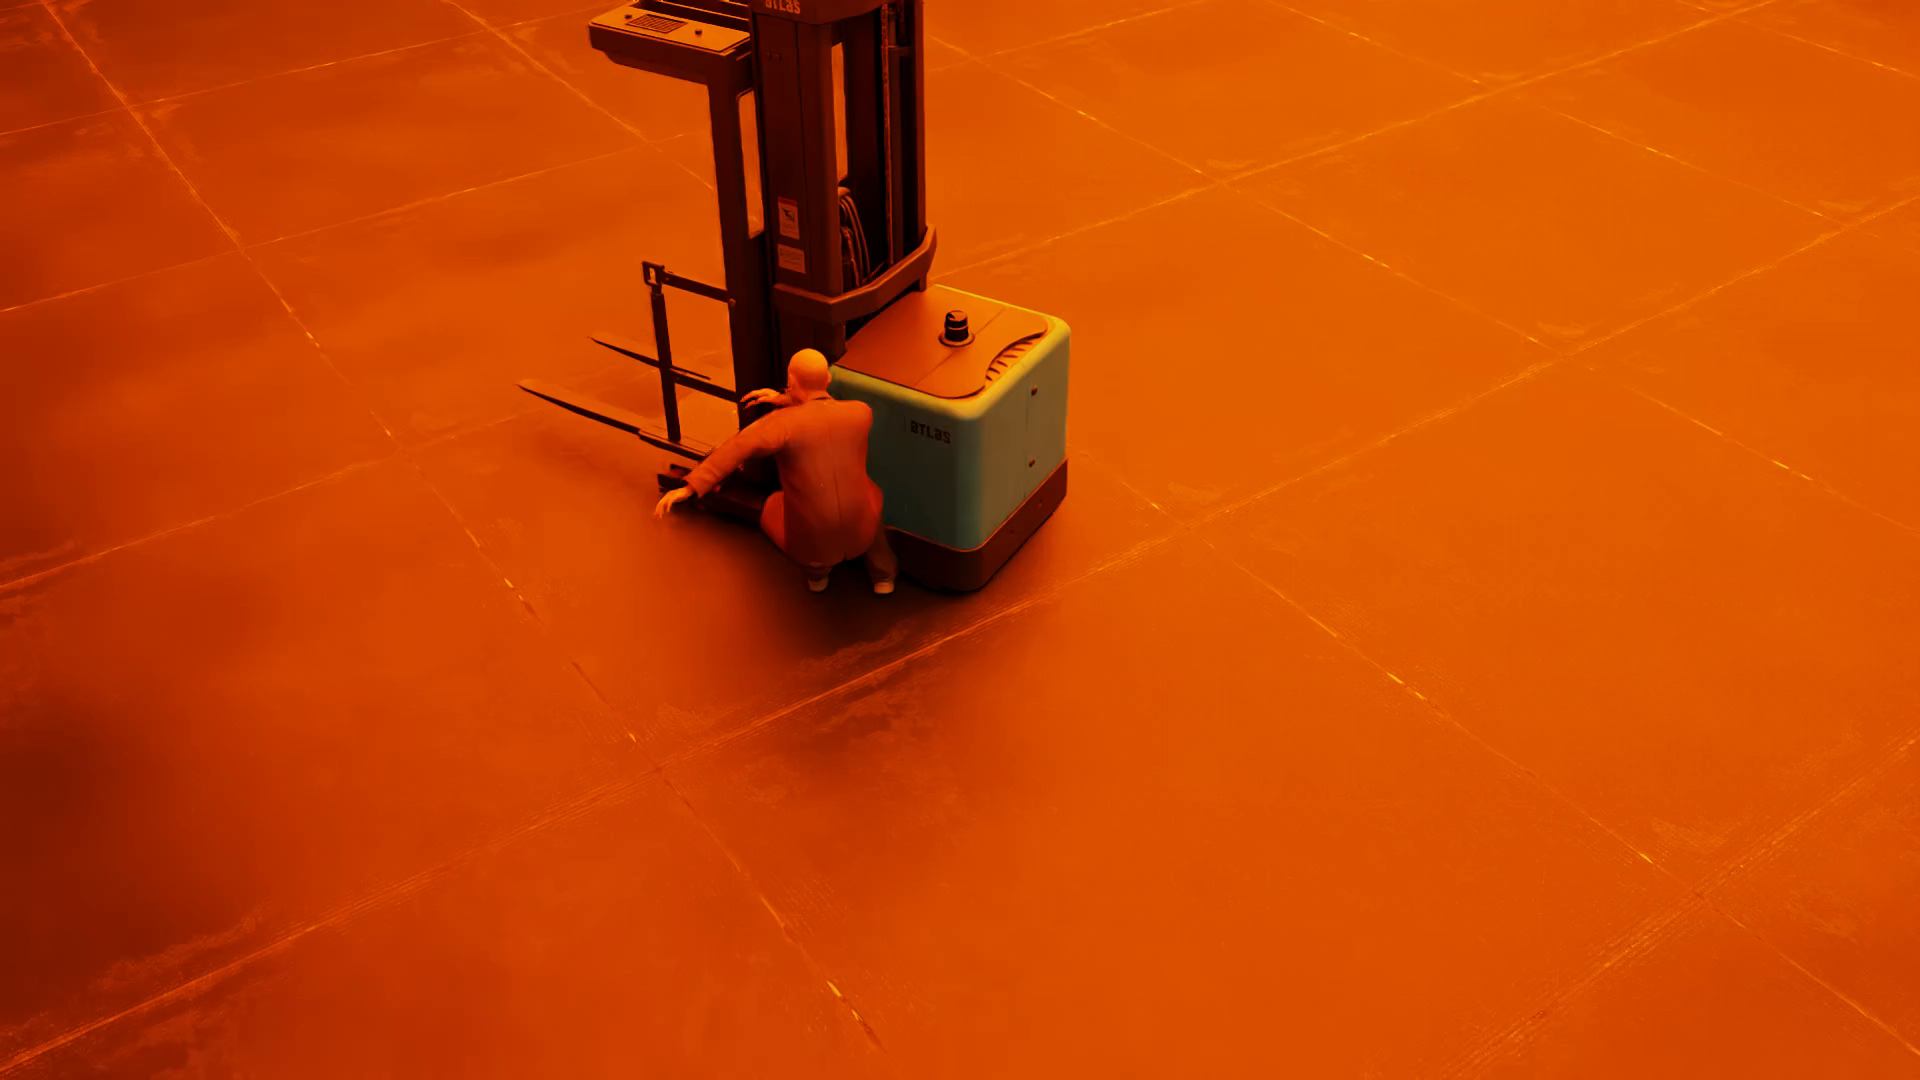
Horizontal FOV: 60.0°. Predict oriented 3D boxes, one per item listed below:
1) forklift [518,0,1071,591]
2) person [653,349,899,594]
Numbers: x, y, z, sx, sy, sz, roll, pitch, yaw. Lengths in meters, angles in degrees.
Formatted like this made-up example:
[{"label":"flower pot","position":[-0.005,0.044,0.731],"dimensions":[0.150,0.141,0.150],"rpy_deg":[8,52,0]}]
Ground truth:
[{"label":"forklift","position":[-0.979,-1.577,8.077],"dimensions":[3.031,2.935,1.130],"rpy_deg":[19,41,24]},{"label":"person","position":[-0.811,-0.152,7.464],"dimensions":[1.357,1.442,0.887],"rpy_deg":[-17,40,-22]}]
